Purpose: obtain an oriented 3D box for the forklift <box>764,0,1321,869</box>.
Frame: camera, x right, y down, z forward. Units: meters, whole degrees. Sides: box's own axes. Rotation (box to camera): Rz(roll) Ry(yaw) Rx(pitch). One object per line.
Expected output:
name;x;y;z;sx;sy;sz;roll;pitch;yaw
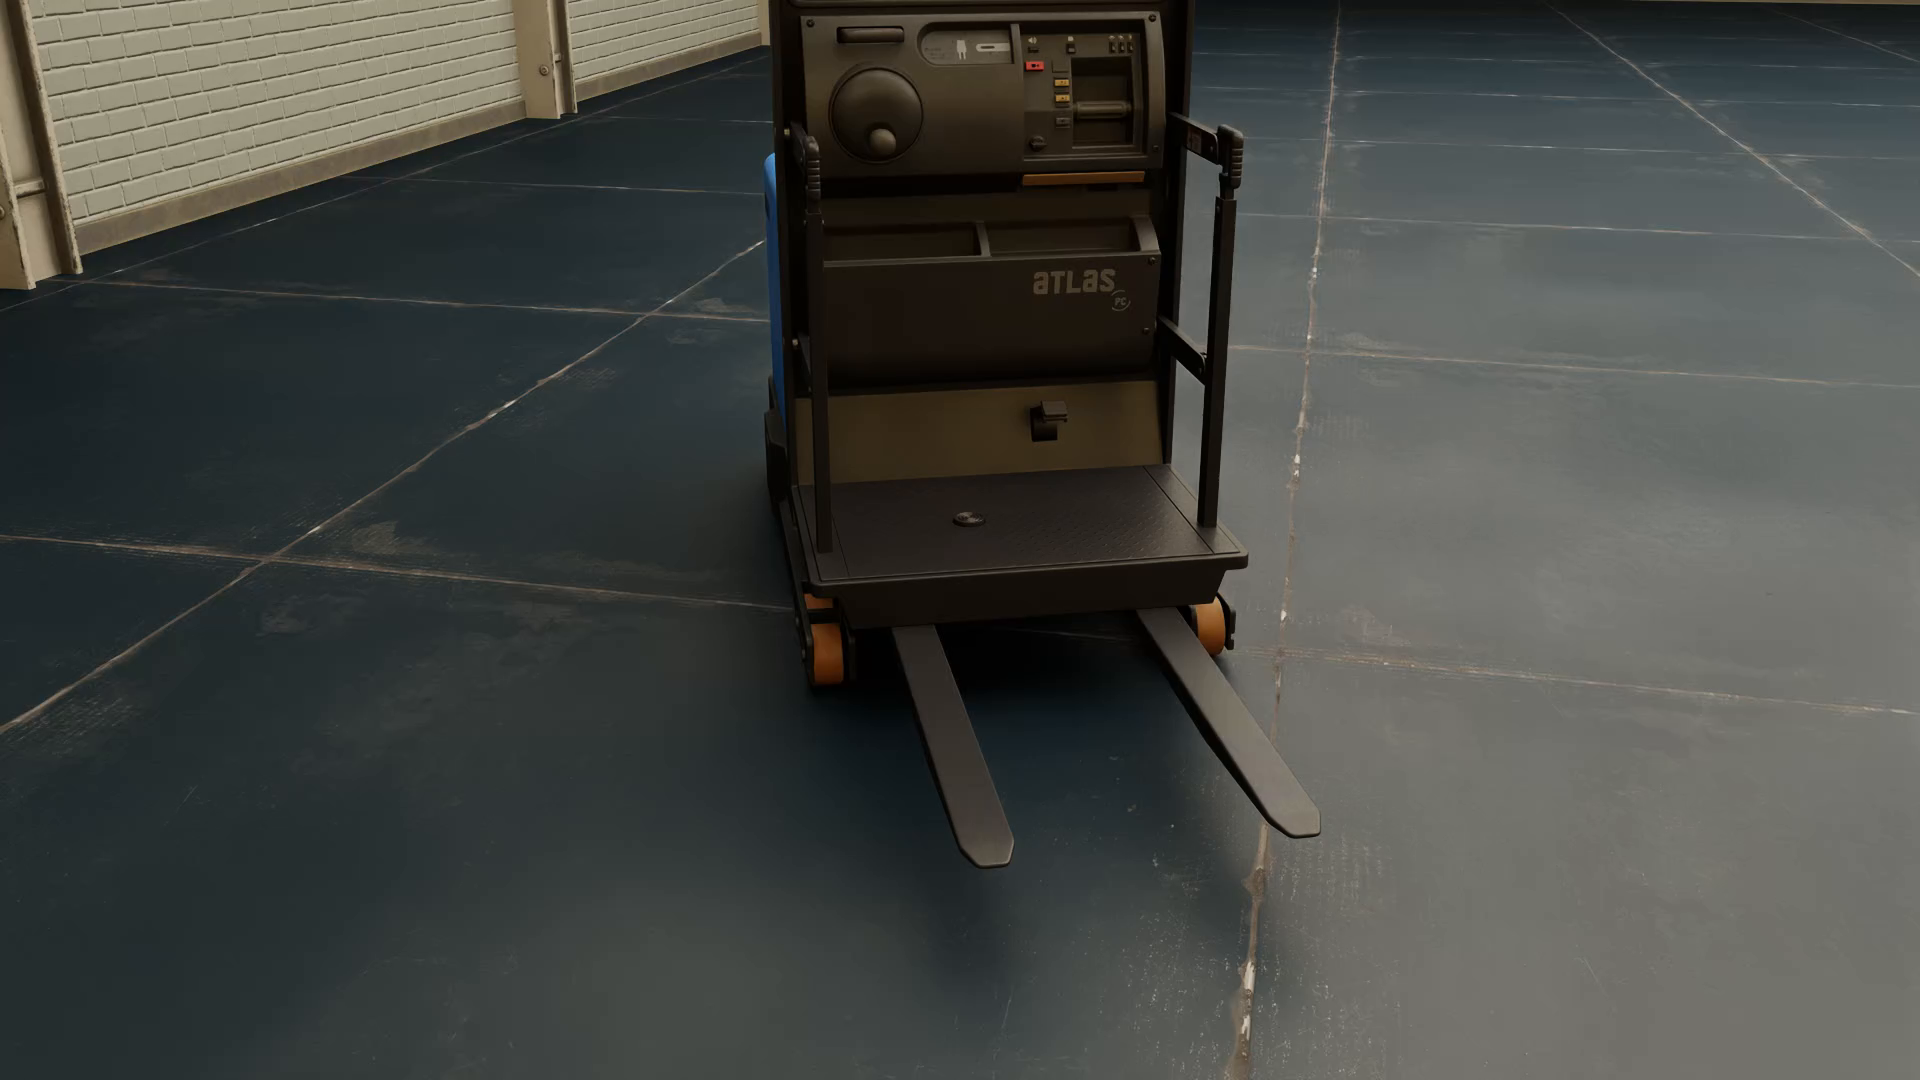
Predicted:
forklift;0.104;-1.131;4.040;1.130;2.935;3.031;-4;22;-9
